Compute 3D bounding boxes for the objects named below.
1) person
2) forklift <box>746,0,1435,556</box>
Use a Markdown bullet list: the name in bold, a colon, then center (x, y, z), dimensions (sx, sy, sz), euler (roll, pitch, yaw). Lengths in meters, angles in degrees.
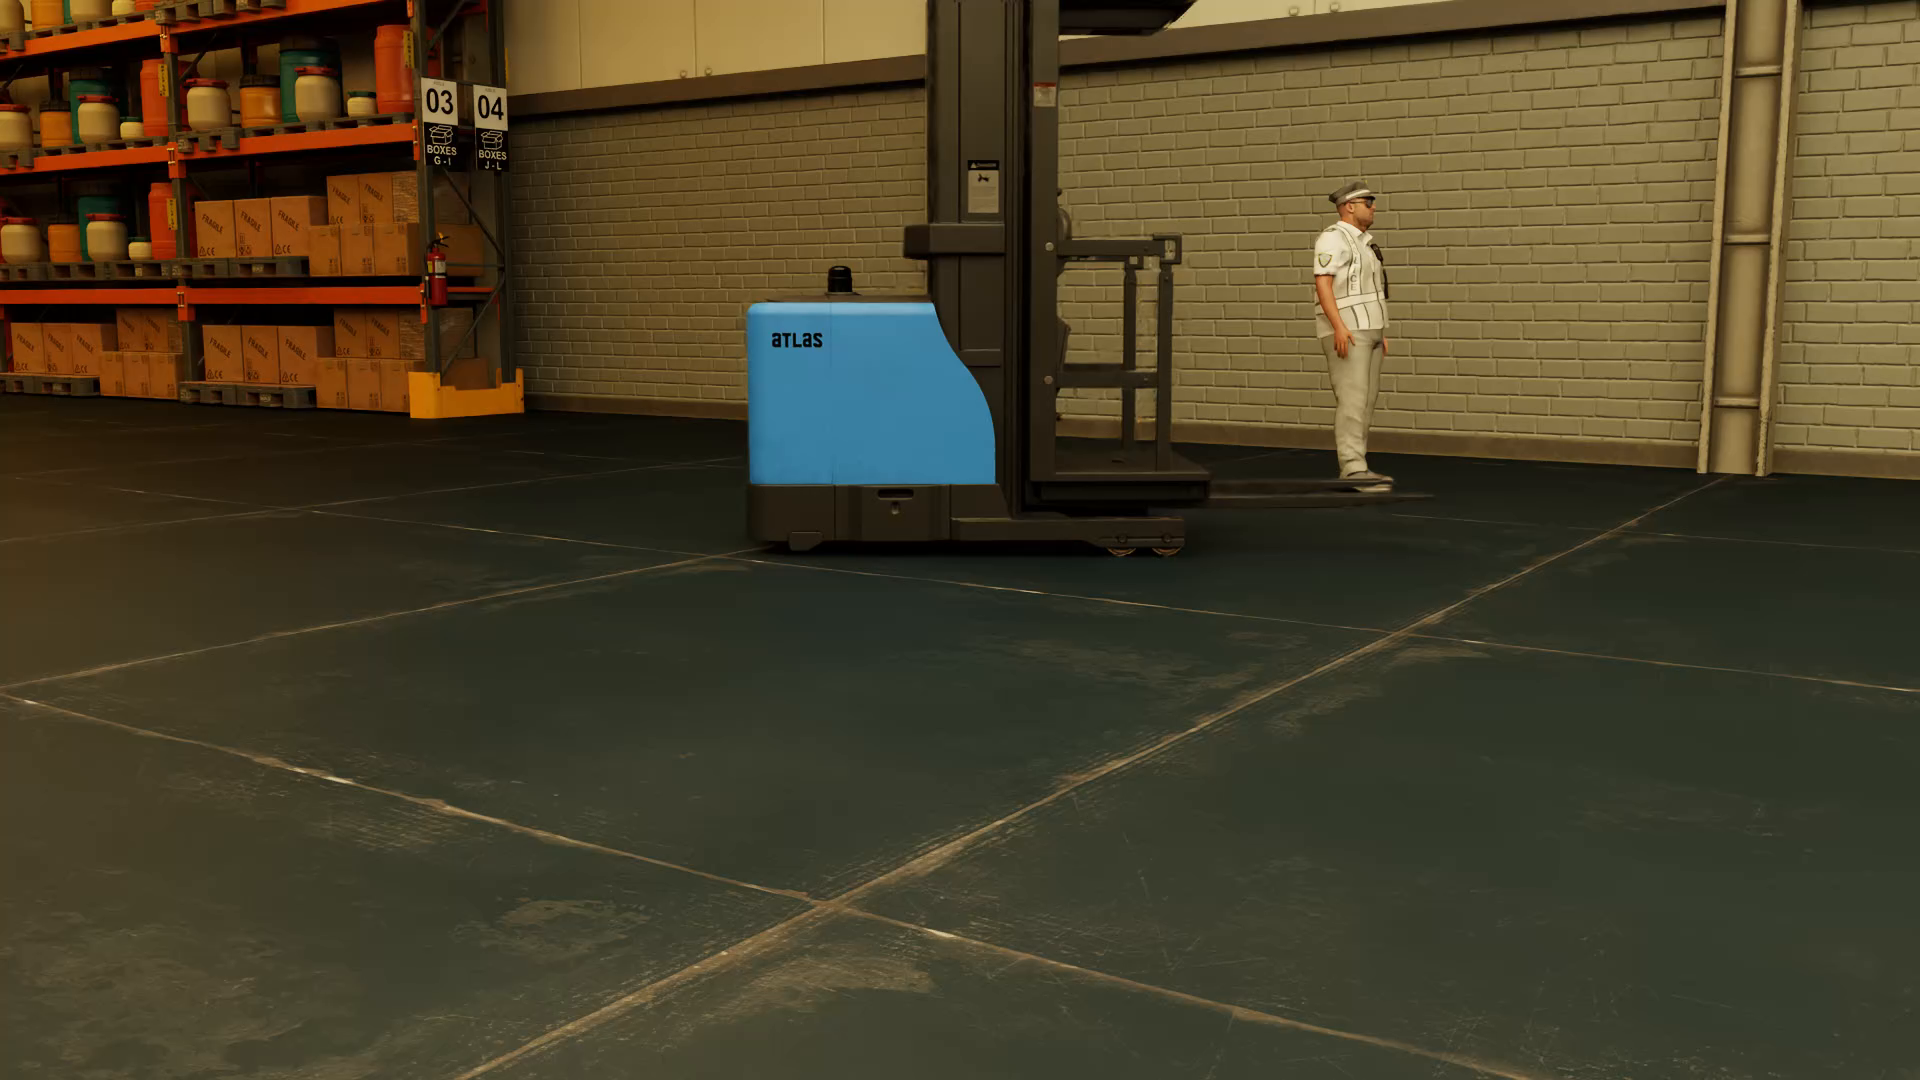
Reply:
- **person**: center (2.348, -1.190, 9.604), dimensions (0.576, 1.778, 0.638), euler (6, 10, 36)
- **forklift**: center (0.578, -1.457, 7.439), dimensions (3.031, 2.935, 1.130), euler (0, 8, -3)
